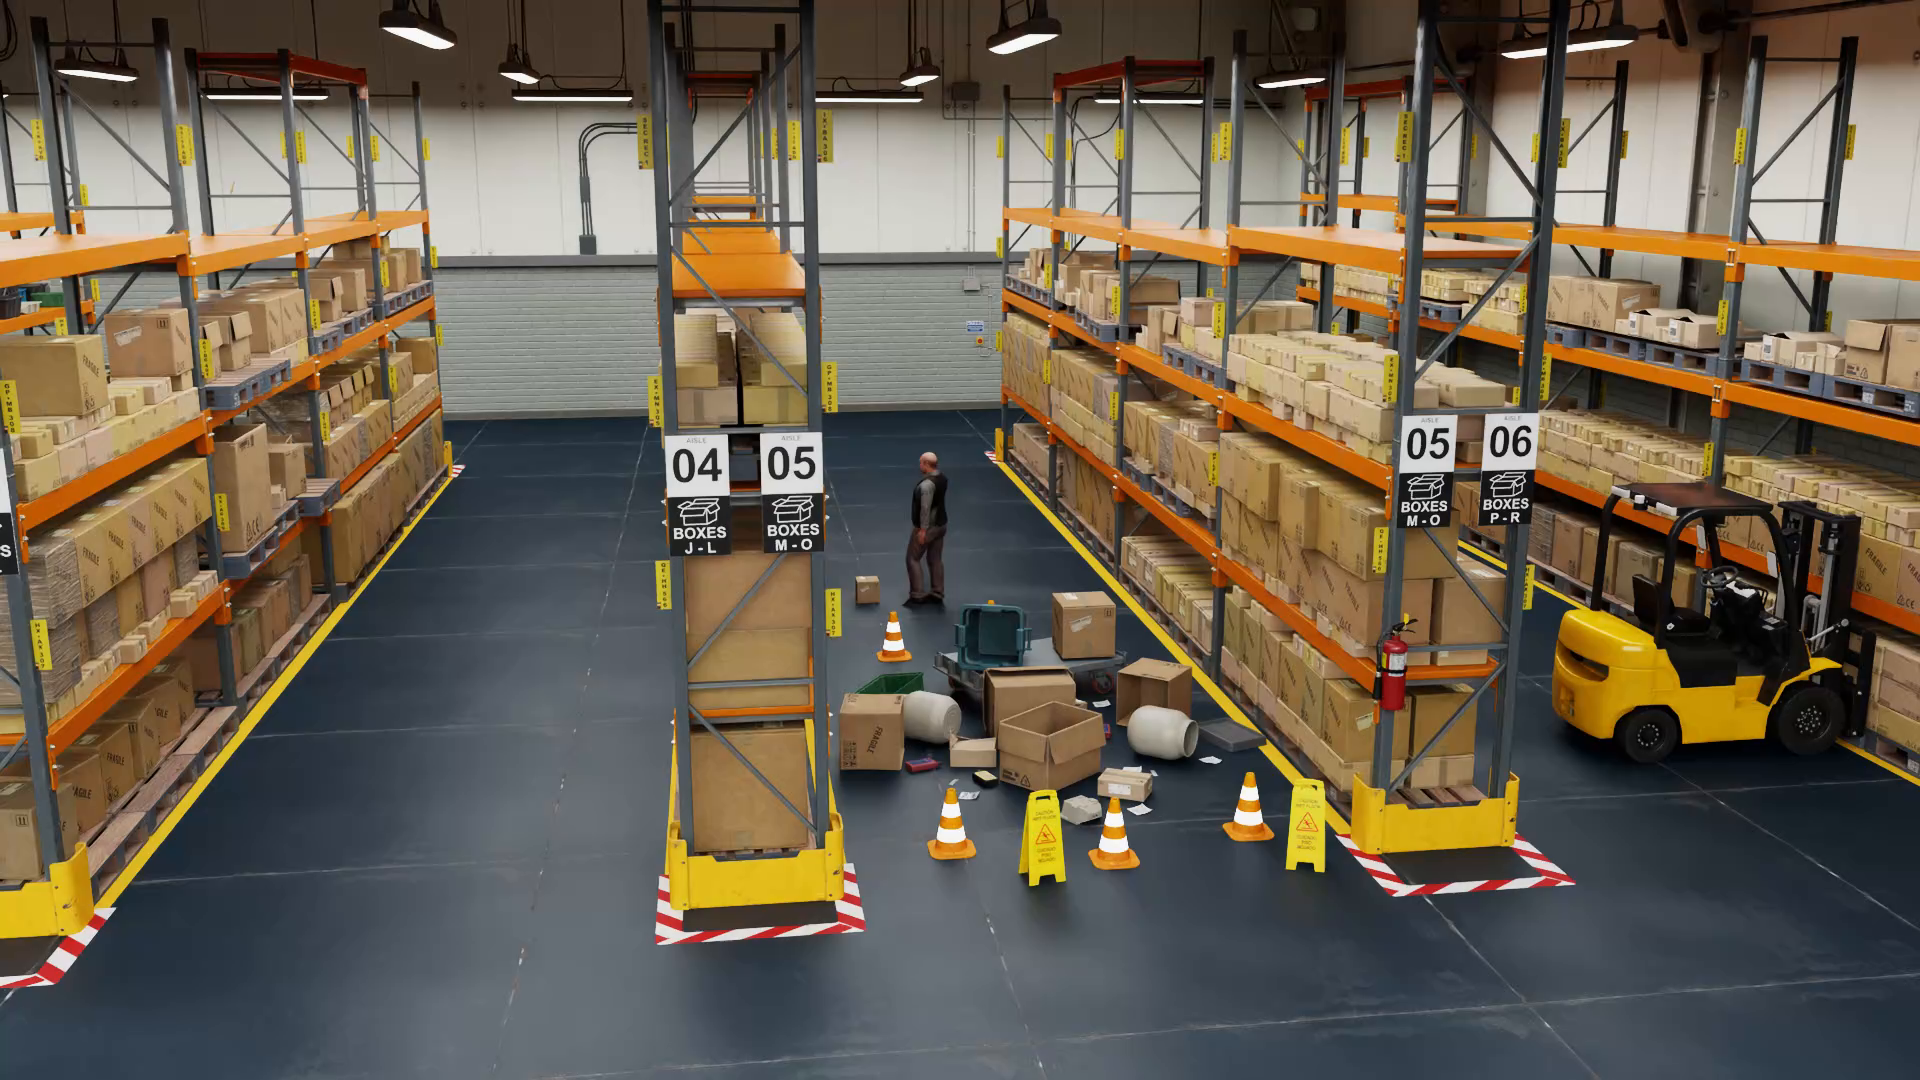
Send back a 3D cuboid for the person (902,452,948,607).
[{"bbox_3d":[-0.375,-0.105,18.587,0.447,1.781,0.562,7,15,27],"label":"person"}]
